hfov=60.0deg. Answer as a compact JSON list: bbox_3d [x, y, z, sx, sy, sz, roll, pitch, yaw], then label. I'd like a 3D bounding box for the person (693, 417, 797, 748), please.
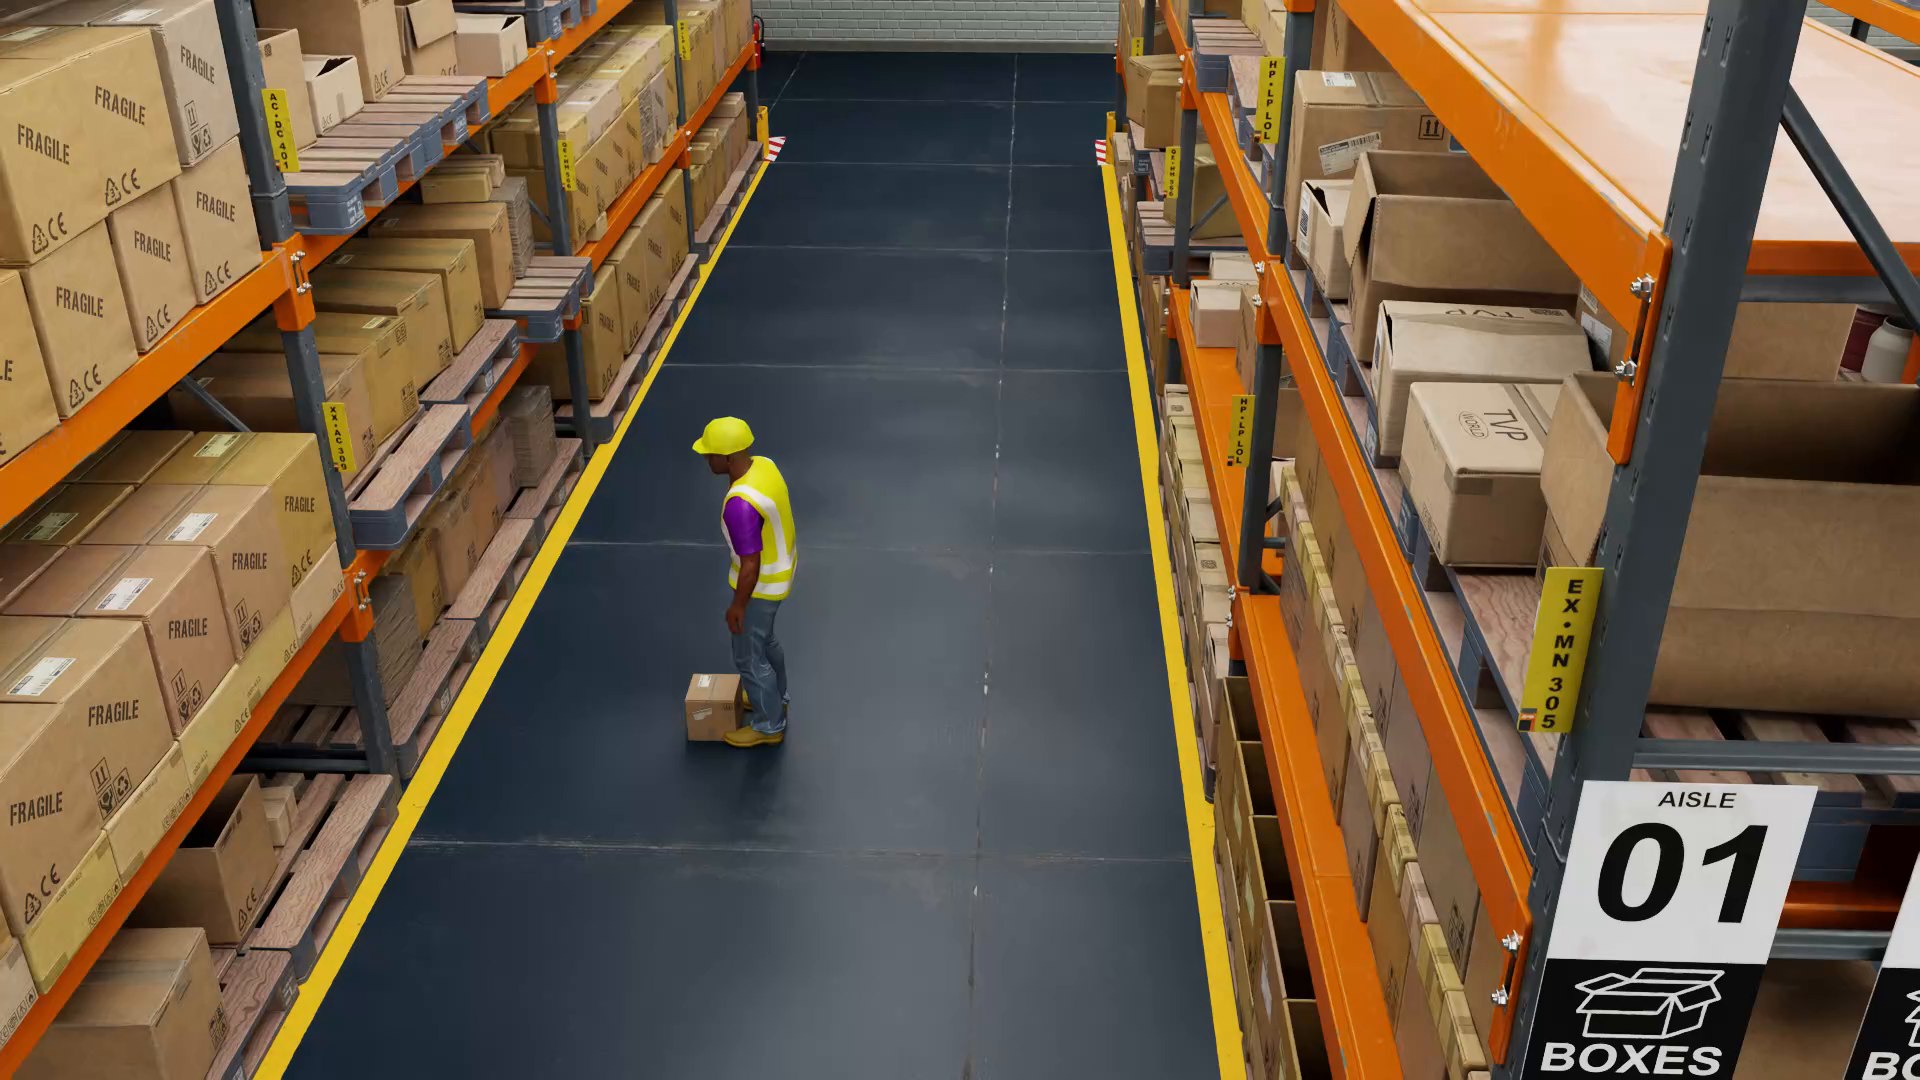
[{"bbox_3d":[-1.036,0.195,8.231,0.456,1.761,0.628,2,28,3],"label":"person"}]
